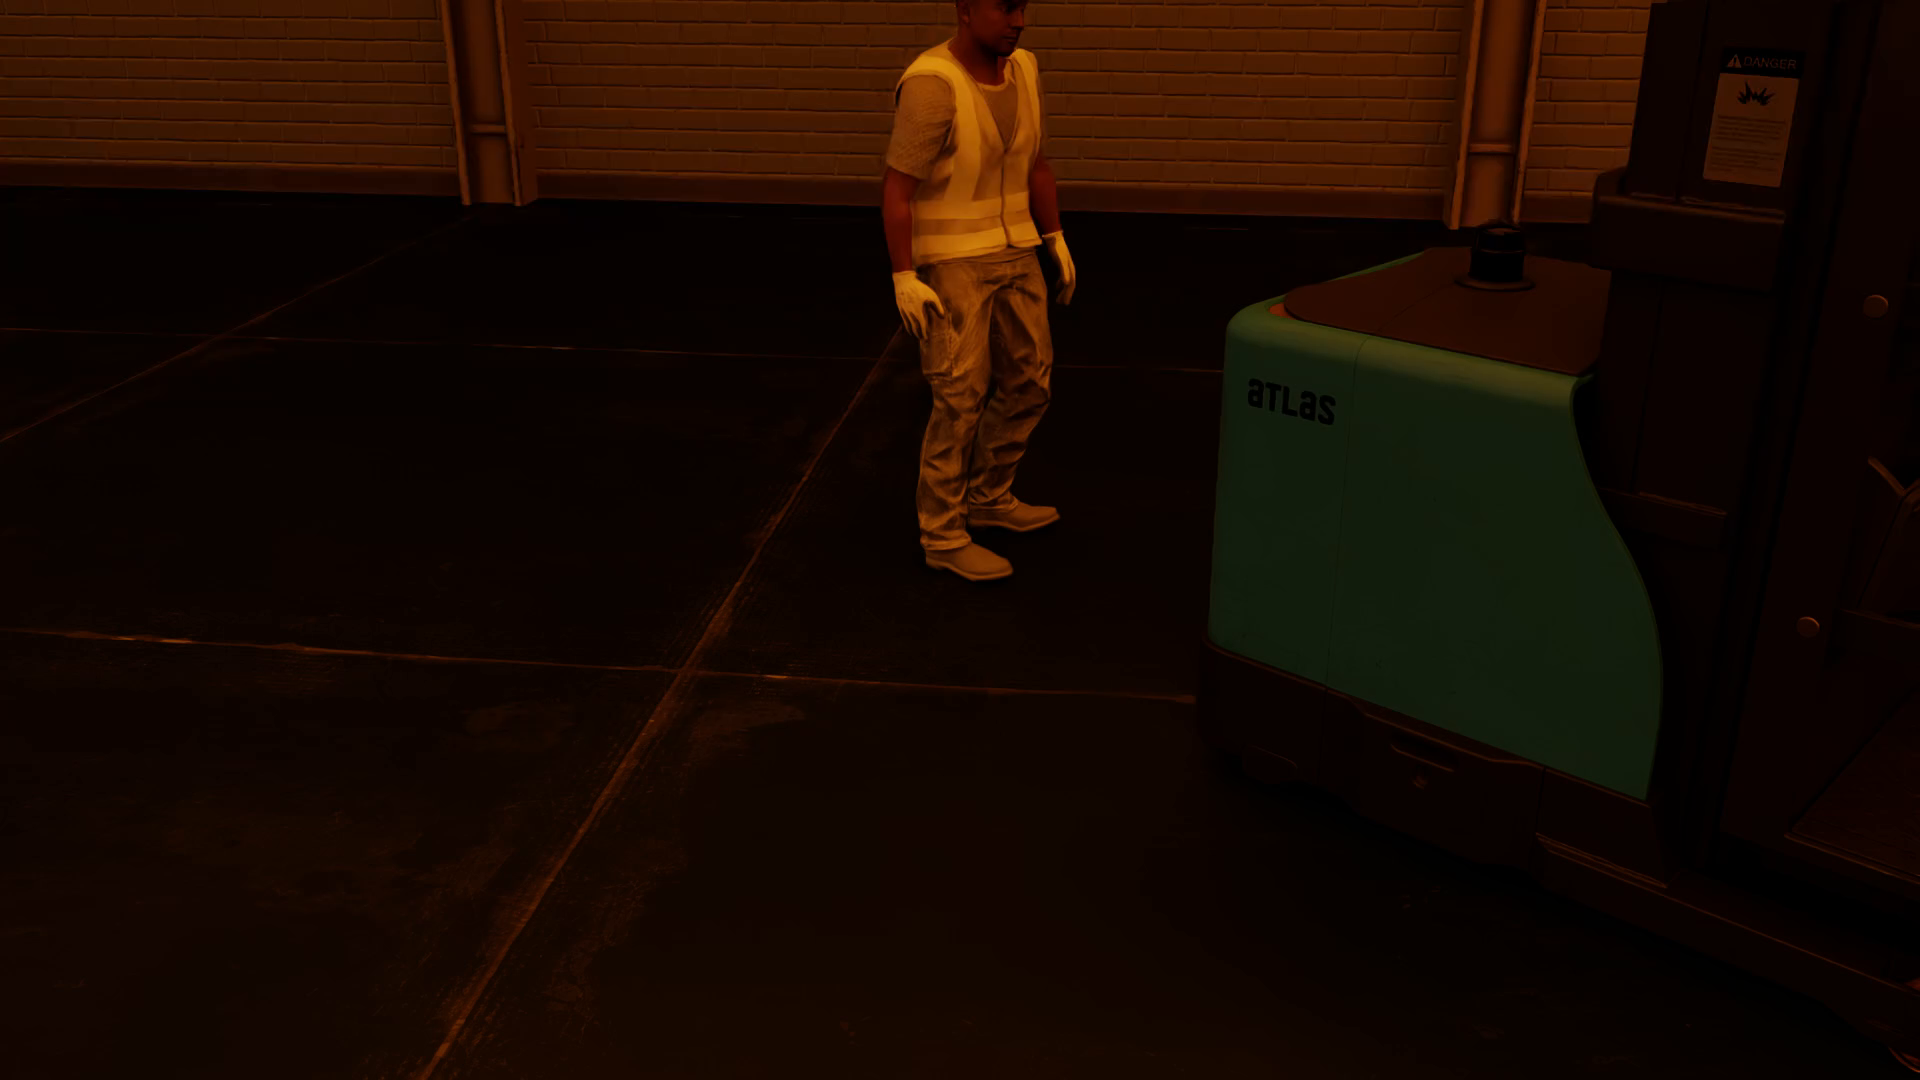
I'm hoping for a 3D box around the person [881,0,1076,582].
[{"bbox_3d":[0.089,-0.789,4.799,0.664,1.756,0.513,-20,29,-40],"label":"person"}]

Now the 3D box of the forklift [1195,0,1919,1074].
[{"bbox_3d":[1.967,-0.602,2.749,3.031,2.935,1.130,19,29,40],"label":"forklift"}]
